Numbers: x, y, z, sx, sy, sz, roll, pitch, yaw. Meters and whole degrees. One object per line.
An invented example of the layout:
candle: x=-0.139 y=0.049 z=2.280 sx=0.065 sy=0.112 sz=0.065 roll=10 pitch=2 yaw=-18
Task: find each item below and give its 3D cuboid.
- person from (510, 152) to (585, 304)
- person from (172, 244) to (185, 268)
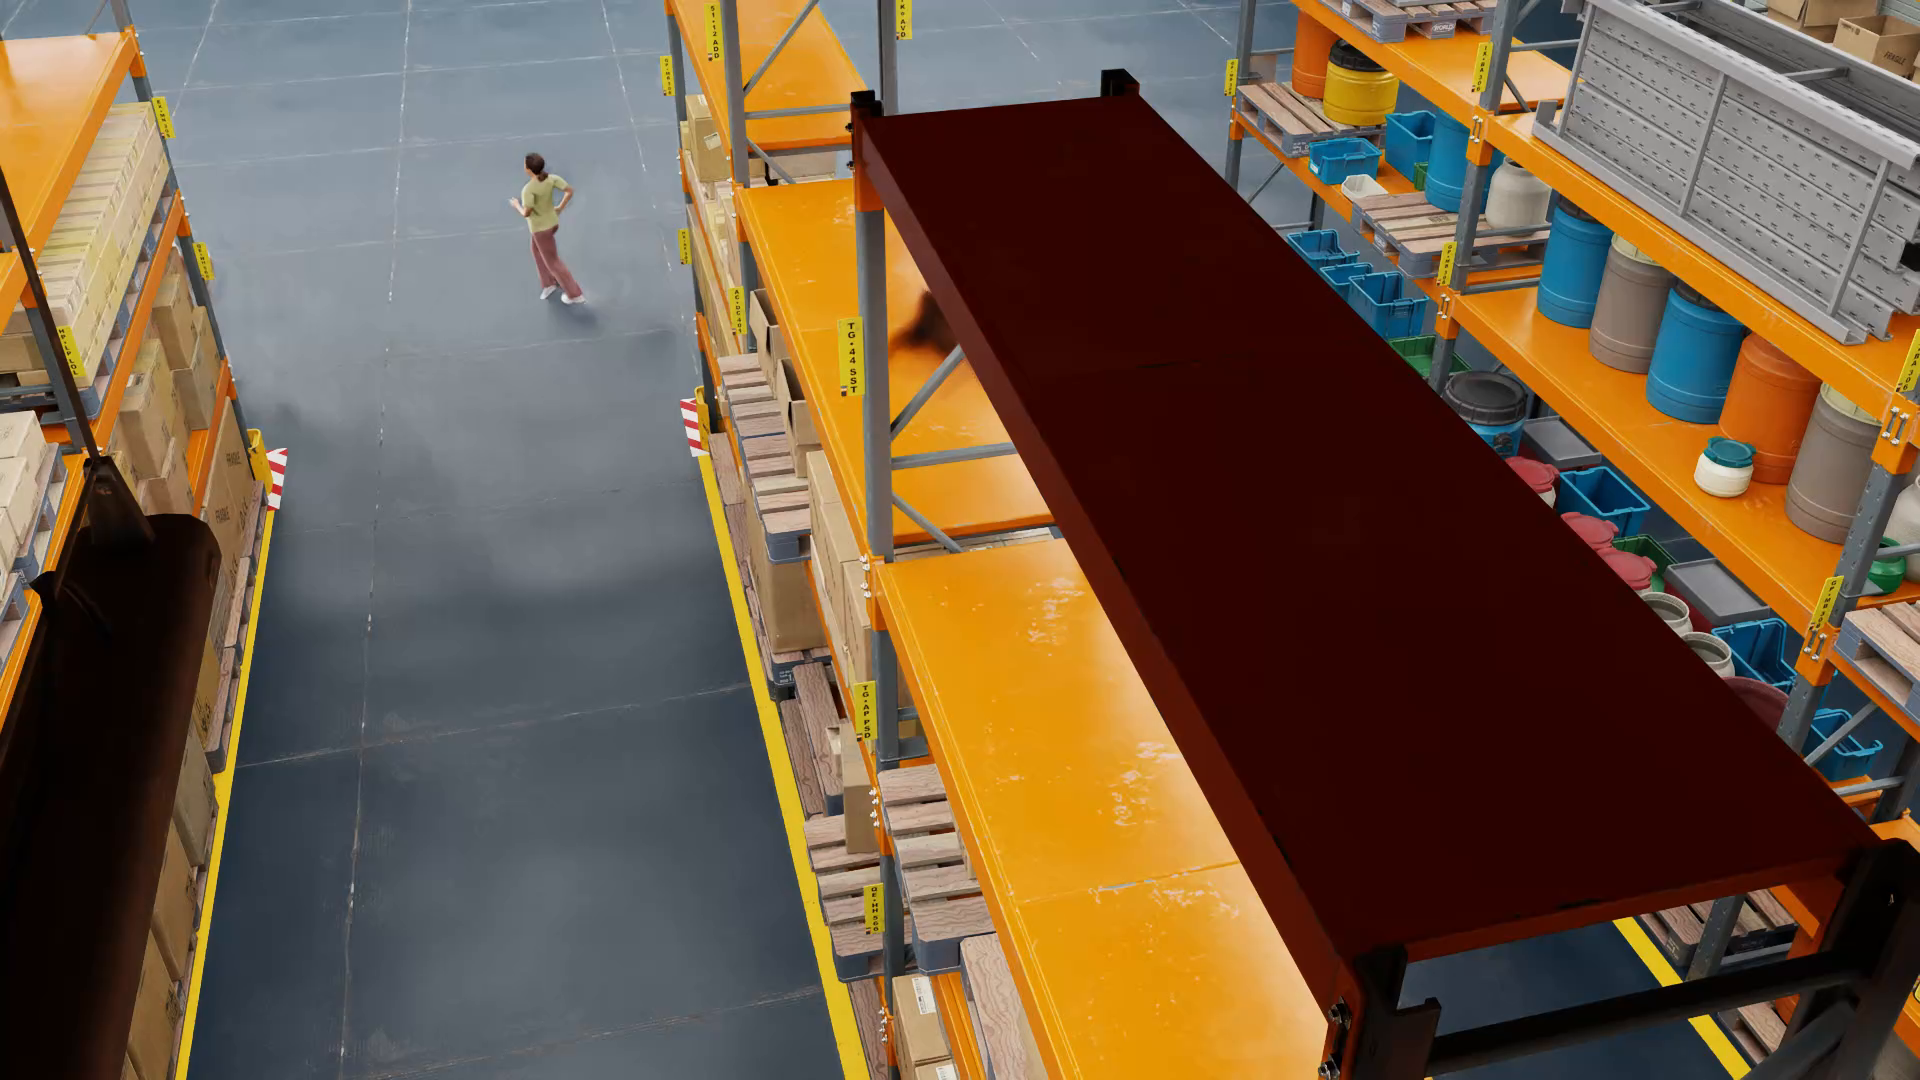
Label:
person: x=-4.296 y=-3.199 z=17.298 sx=0.733 sy=1.724 sz=0.558 roll=13 pitch=37 yaw=18
person: x=-7.725 y=-2.329 z=15.966 sx=0.816 sy=1.766 sz=0.680 roll=21 pitch=40 yaw=28
